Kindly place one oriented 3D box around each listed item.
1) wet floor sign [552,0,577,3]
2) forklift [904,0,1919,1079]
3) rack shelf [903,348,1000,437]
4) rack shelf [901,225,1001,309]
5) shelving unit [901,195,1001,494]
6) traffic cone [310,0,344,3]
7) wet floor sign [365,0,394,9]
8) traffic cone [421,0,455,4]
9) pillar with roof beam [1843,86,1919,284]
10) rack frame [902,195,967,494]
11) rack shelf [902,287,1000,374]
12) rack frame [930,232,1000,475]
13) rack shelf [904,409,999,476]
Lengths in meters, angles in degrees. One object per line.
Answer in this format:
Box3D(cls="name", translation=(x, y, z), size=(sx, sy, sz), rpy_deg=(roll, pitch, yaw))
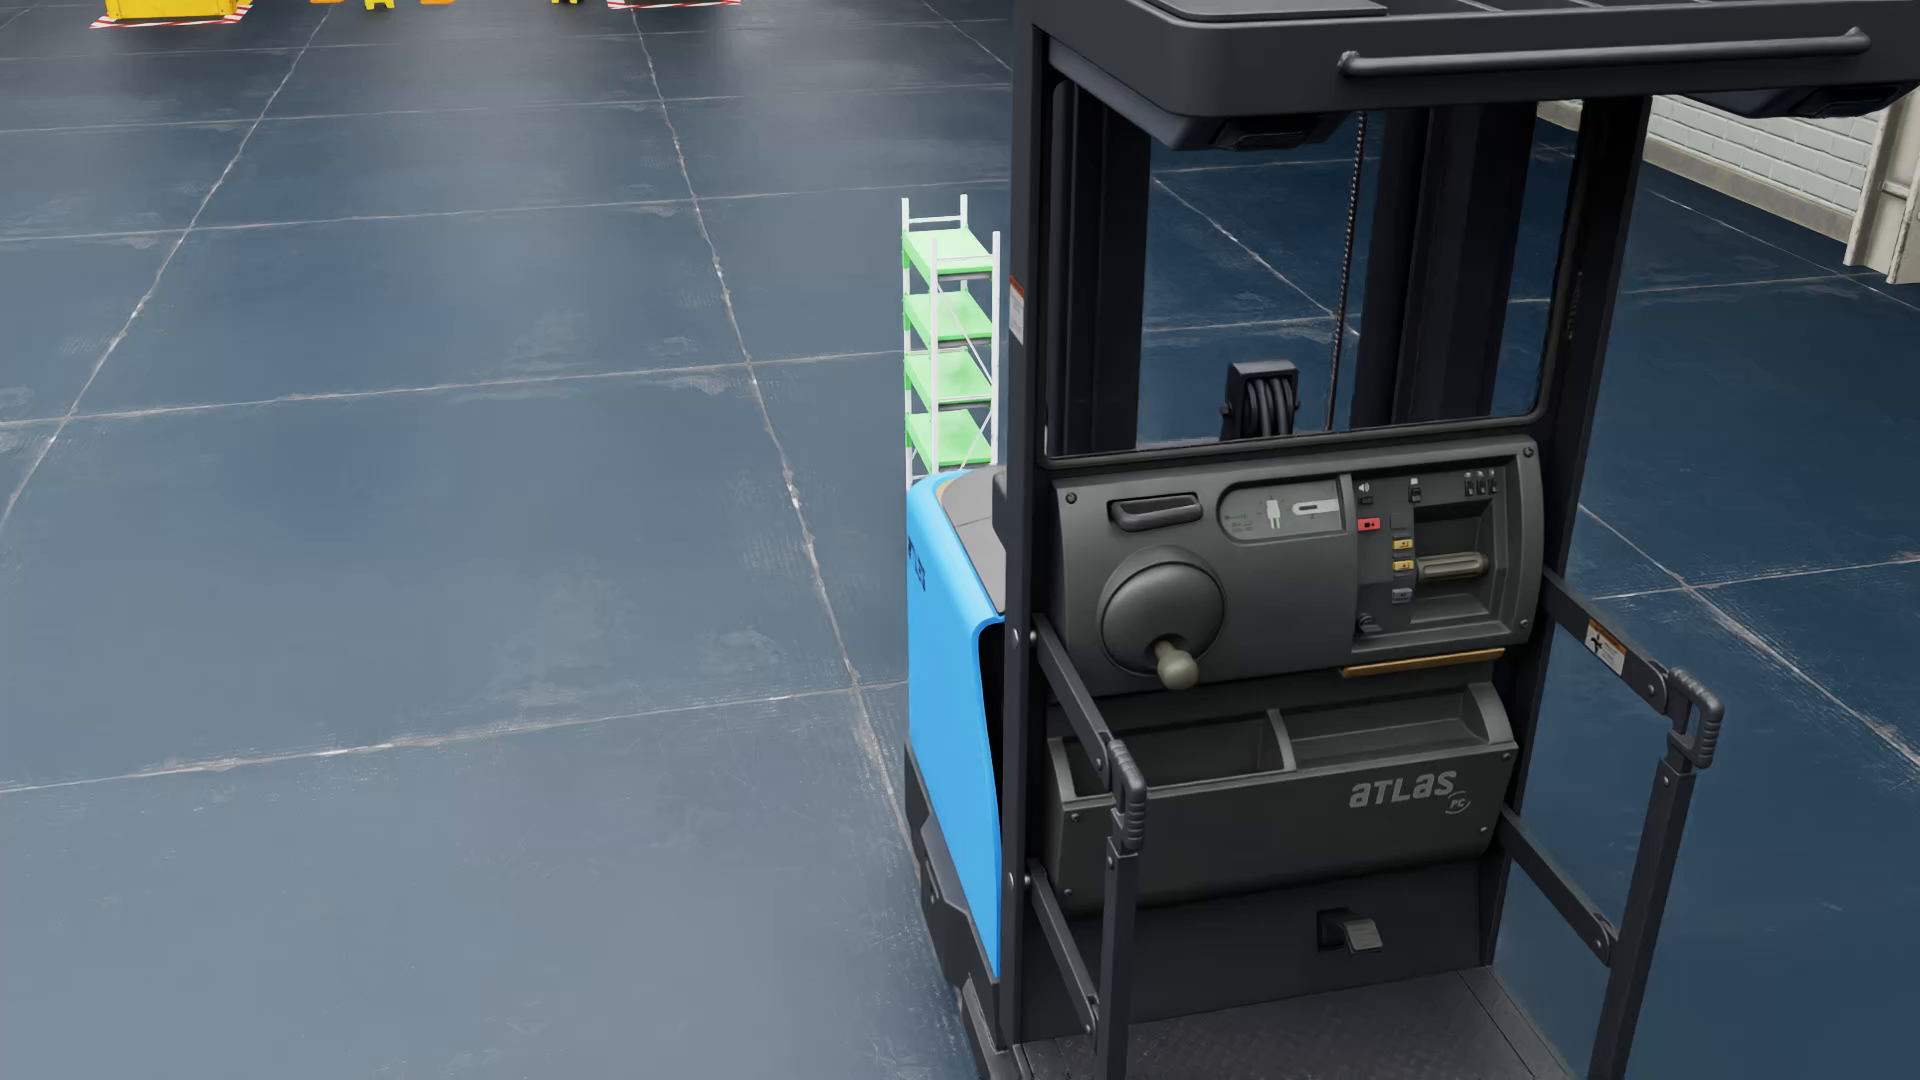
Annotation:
Box3D(cls="wet floor sign", translation=(-4.115, -5.946, 17.314), size=(0.267, 0.644, 0.232), rpy_deg=(3, 27, 6))
Box3D(cls="forklift", translation=(0.679, 0.080, 2.838), size=(1.130, 2.935, 3.031), rpy_deg=(-6, 27, -12))
Box3D(cls="rack shelf", translation=(-0.037, -0.551, 6.152), size=(0.258, 0.148, 0.480), rpy_deg=(-6, 27, -12))
Box3D(cls="rack shelf", translation=(-0.037, -0.980, 5.936), size=(0.258, 0.148, 0.480), rpy_deg=(-6, 27, -12))
Box3D(cls="shelving unit", translation=(-0.037, -0.608, 6.124), size=(0.258, 1.200, 0.503), rpy_deg=(-6, 27, -12))
Box3D(cls="traffic cone", translation=(-6.651, -5.887, 17.399), size=(0.336, 0.463, 0.334), rpy_deg=(-6, 27, -12))
Box3D(cls="wet floor sign", translation=(-5.979, -5.779, 16.984), size=(0.267, 0.644, 0.232), rpy_deg=(-11, 29, -20))
Box3D(cls="traffic cone", translation=(-5.474, -5.852, 17.331), size=(0.336, 0.463, 0.334), rpy_deg=(-6, 27, -12))
Box3D(cls="pillar with roof beam", translation=(0.951, -5.065, 6.297), size=(9.100, 9.000, 0.400), rpy_deg=(-6, 27, -12))
Box3D(cls="rack frame", translation=(-0.092, -0.715, 6.336), size=(0.240, 1.200, 0.015), rpy_deg=(-6, 27, -12))
Box3D(cls="rack shelf", translation=(-0.037, -0.766, 6.044), size=(0.258, 0.148, 0.480), rpy_deg=(-6, 27, -12))
Box3D(cls="rack frame", translation=(0.018, -0.501, 5.911), size=(0.240, 1.200, 0.015), rpy_deg=(-6, 27, -12))
Box3D(cls="rack shelf", translation=(-0.037, -0.337, 6.261), size=(0.258, 0.148, 0.480), rpy_deg=(-6, 27, -12))
